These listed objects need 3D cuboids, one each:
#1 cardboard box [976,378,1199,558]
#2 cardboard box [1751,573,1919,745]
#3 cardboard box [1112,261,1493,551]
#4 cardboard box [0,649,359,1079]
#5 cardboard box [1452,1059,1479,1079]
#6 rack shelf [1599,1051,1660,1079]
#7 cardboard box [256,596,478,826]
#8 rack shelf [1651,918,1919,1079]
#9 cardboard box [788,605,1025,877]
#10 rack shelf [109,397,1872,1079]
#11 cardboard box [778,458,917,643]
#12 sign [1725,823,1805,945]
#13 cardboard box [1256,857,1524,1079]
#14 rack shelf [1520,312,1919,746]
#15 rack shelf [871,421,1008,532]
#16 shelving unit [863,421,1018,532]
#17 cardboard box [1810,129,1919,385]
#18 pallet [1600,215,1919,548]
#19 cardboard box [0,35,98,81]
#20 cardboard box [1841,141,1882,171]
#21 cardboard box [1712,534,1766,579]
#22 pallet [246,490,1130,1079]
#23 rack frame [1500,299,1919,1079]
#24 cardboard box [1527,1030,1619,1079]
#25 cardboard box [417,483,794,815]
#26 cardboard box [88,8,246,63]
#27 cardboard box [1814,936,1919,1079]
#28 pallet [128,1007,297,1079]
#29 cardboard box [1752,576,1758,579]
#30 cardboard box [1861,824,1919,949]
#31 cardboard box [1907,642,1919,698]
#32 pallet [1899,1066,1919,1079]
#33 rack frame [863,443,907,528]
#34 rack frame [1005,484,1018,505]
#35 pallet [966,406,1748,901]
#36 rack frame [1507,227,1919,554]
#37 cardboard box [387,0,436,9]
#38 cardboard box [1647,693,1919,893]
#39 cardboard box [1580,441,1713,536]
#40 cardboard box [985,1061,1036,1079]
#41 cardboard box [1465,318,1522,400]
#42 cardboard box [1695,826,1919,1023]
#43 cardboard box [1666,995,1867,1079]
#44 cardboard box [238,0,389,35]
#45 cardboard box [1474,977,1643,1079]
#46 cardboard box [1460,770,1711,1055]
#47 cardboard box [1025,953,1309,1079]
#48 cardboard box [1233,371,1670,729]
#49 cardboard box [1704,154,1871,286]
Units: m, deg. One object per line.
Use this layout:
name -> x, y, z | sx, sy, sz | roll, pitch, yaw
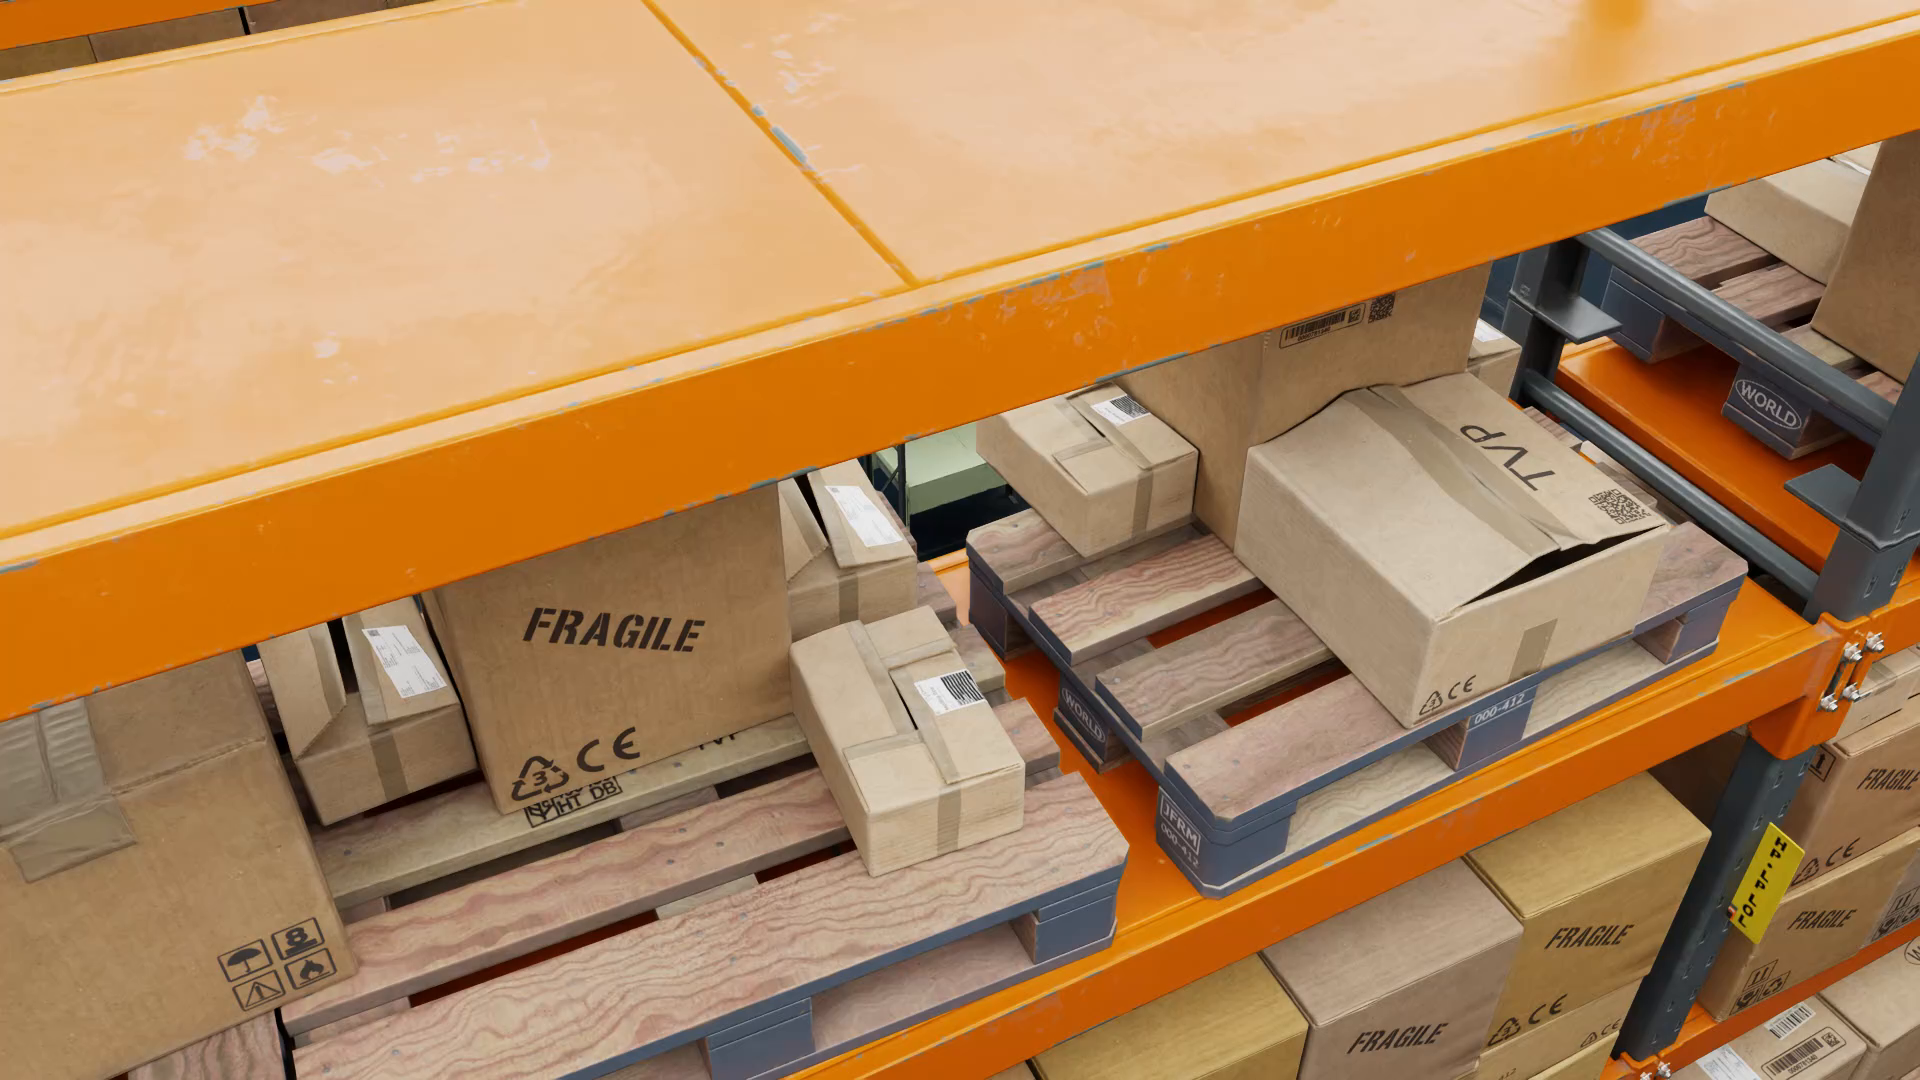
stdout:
cardboard box -> 0.234, -0.174, 3.156 | 0.250, 0.166, 0.380 | -22, 45, -23
cardboard box -> 1.918, 0.253, 3.766 | 0.250, 0.149, 0.380 | -19, 44, -21
cardboard box -> 0.602, -0.381, 3.143 | 0.500, 0.500, 0.500 | -19, 44, -21
cardboard box -> -1.239, 0.312, 2.325 | 0.500, 0.500, 0.700 | -21, 44, -23
cardboard box -> 0.800, 1.156, 3.781 | 0.500, 0.250, 0.500 | -18, 43, -20
rack shelf -> -0.256, 1.737, 3.922 | 4.000, 0.370, 1.077 | -19, 44, -21
cardboard box -> -0.970, 0.194, 2.646 | 0.258, 0.266, 0.396 | -20, 44, -22
rack shelf -> 3.292, 0.543, 5.332 | 4.000, 0.370, 1.077 | -19, 44, -21
cardboard box -> -0.090, 0.300, 2.597 | 0.250, 0.166, 0.380 | -15, 43, -17
rack shelf -> -0.256, 0.592, 2.953 | 4.000, 0.370, 1.077 | -19, 44, -21
cardboard box -> -0.264, -0.044, 2.926 | 0.258, 0.266, 0.396 | -15, 43, -17
sign -> 1.777, 0.762, 3.682 | 0.005, 0.325, 0.100 | -19, 44, -21
cardboard box -> 0.782, 0.881, 3.525 | 0.500, 0.500, 0.500 | -18, 43, -20
rack shelf -> 3.292, -0.602, 4.363 | 4.000, 0.370, 1.077 | -19, 44, -21
rack shelf -> -0.006, -0.322, 7.463 | 0.720, 0.370, 0.431 | -19, 44, -21
shelving unit -> -0.006, -0.570, 7.252 | 0.755, 1.500, 0.431 | -19, 44, -21
cardboard box -> 2.137, -0.571, 3.291 | 0.500, 0.500, 0.500 | -18, 43, -20
pallet -> 2.249, -0.484, 3.736 | 1.213, 0.211, 1.003 | -19, 44, -21
cardboard box -> -5.986, -3.163, 10.473 | 0.875, 0.875, 1.225 | -21, 44, -23
cardboard box -> 2.171, -0.835, 3.874 | 0.250, 0.149, 0.380 | -18, 43, -20
cardboard box -> 1.928, -0.093, 4.173 | 0.250, 0.149, 0.380 | -18, 43, -20
pallet -> -0.493, 0.428, 2.736 | 1.213, 0.211, 1.003 | -17, 43, -19
rack frame -> 1.518, 0.865, 4.395 | 0.127, 3.000, 1.000 | -19, 44, -21
cardboard box -> 1.237, 1.201, 4.115 | 0.500, 0.250, 0.500 | -20, 44, -22
cardboard box -> -0.600, 0.024, 2.665 | 0.500, 0.500, 0.500 | -18, 44, -20
cardboard box -> -5.191, -3.424, 10.782 | 0.875, 0.875, 1.225 | -18, 44, -21
cardboard box -> 2.918, 1.290, 5.552 | 0.875, 0.438, 0.875 | -20, 44, -22
pallet -> -1.483, 0.764, 2.339 | 1.003, 0.211, 1.213 | -17, 43, -19
cardboard box -> 1.809, 0.147, 4.393 | 0.500, 0.500, 0.500 | -19, 44, -21
cardboard box -> 2.503, 0.689, 4.525 | 0.500, 0.500, 0.500 | -18, 44, -20
cardboard box -> 2.138, 0.167, 3.867 | 0.250, 0.149, 0.380 | -18, 43, -20
pallet -> 3.312, 1.381, 5.944 | 1.213, 0.211, 1.003 | -19, 44, -21
rack frame -> -0.331, -0.461, 7.123 | 0.023, 1.500, 0.400 | -19, 44, -21
rack frame -> 0.319, -0.680, 7.381 | 0.023, 1.500, 0.400 | -19, 44, -21
pallet -> 0.728, 0.095, 3.131 | 1.217, 0.209, 0.805 | -20, 44, -22
rack frame -> 1.518, -1.424, 2.457 | 0.127, 3.000, 1.000 | -19, 44, -21
cardboard box -> -3.618, -3.960, 11.415 | 0.875, 0.875, 1.225 | -18, 44, -21
cardboard box -> 2.052, 0.442, 4.043 | 0.500, 0.500, 0.500 | -18, 44, -20
cardboard box -> 1.644, -0.076, 4.154 | 0.250, 0.149, 0.380 | -19, 44, -21
cardboard box -> -0.129, 1.185, 3.167 | 0.500, 0.500, 0.500 | -18, 43, -20
cardboard box -> 0.913, -0.440, 3.394 | 0.258, 0.266, 0.396 | -19, 44, -21
cardboard box -> 2.055, 0.837, 4.351 | 0.500, 0.500, 0.500 | -17, 43, -19
cardboard box -> 2.125, 1.557, 5.236 | 0.875, 0.438, 0.875 | -19, 44, -21
cardboard box -> -4.410, -3.693, 11.099 | 0.875, 0.875, 1.225 | -20, 44, -22
cardboard box -> 1.239, 1.003, 3.962 | 0.500, 0.250, 0.500 | -19, 44, -21
cardboard box -> 1.238, 0.723, 3.712 | 0.500, 0.500, 0.500 | -17, 43, -19
cardboard box -> 0.324, 1.022, 3.359 | 0.500, 0.500, 0.500 | -17, 43, -19
cardboard box -> 0.833, -0.022, 2.866 | 0.500, 0.311, 0.500 | -19, 44, -21
cardboard box -> 1.937, -0.801, 3.743 | 0.258, 0.266, 0.396 | -17, 43, -19
